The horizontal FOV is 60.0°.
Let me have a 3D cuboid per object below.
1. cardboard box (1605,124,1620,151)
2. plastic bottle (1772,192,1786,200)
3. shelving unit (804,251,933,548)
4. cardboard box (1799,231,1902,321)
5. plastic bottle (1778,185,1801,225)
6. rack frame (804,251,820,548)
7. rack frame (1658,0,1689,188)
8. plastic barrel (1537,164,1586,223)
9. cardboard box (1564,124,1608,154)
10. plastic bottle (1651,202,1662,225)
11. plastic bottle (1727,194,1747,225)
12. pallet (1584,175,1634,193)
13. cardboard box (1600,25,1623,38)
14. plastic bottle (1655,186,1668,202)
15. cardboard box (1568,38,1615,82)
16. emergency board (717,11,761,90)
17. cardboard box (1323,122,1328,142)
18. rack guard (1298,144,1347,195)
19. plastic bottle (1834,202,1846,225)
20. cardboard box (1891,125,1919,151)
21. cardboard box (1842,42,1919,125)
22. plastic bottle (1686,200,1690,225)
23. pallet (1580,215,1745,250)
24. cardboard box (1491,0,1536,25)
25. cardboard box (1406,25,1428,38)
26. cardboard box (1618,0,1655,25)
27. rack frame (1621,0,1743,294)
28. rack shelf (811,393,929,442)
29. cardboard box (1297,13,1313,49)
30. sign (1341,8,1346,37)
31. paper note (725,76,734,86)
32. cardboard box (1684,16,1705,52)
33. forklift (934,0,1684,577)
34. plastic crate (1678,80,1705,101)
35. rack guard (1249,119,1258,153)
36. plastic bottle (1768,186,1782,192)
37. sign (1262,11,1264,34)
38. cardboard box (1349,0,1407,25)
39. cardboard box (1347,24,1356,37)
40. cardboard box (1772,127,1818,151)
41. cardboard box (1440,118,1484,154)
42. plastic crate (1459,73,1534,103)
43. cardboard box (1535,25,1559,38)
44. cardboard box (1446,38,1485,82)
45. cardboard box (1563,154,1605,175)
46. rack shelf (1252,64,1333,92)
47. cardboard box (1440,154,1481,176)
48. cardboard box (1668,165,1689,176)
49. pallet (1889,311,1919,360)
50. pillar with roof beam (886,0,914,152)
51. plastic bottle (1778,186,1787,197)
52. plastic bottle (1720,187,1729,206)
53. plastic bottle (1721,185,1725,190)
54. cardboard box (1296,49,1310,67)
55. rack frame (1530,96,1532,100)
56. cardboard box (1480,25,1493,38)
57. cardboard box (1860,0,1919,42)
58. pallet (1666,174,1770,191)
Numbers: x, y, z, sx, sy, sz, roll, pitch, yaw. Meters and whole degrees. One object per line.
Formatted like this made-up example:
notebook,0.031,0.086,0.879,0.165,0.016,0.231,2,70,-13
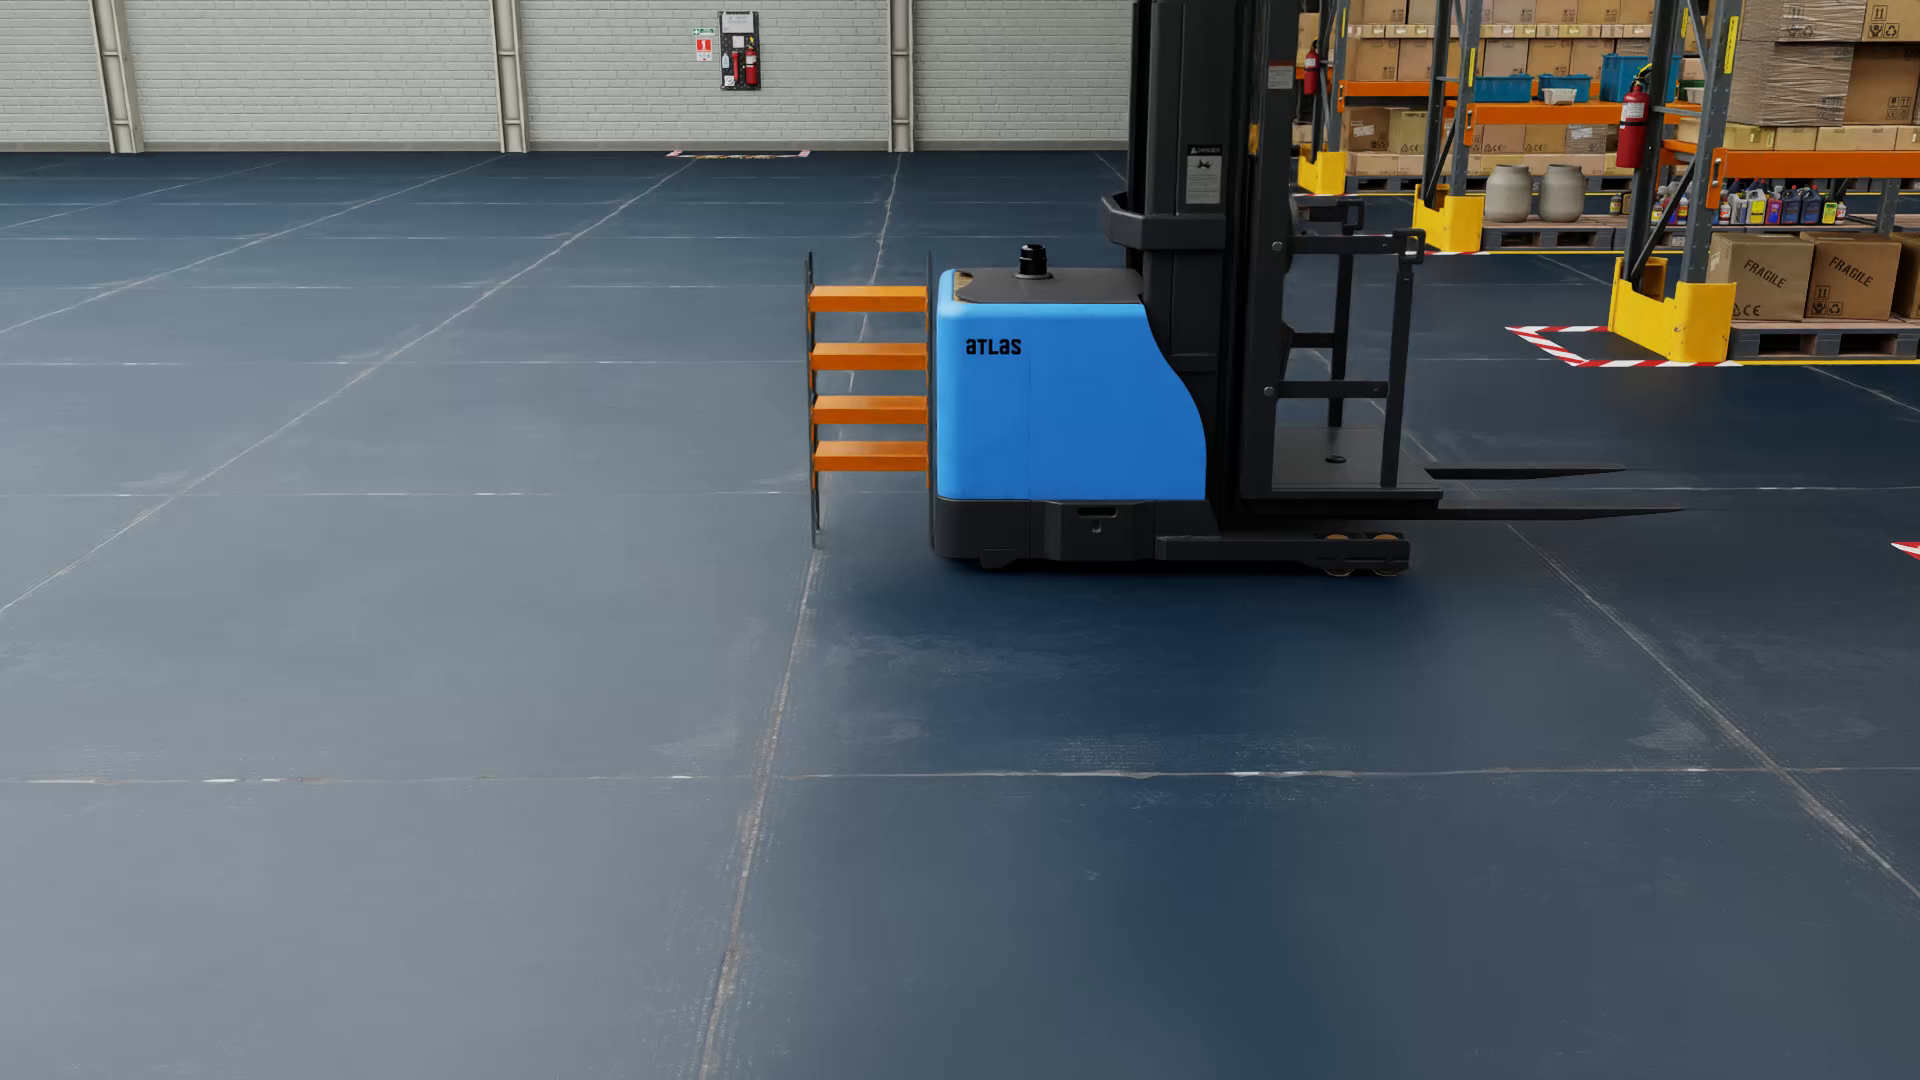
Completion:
cardboard box,8.007,-5.119,20.679,0.500,0.500,0.500,0,18,-1
plastic bottle,7.691,-3.130,15.633,0.135,0.276,0.152,0,18,-1
shelving unit,-0.367,-0.573,6.869,0.503,1.200,0.258,0,18,0
cardboard box,5.850,-1.753,11.008,0.500,0.500,0.500,4,18,14
plastic bottle,7.719,-3.121,15.481,0.185,0.351,0.144,-1,18,-4
rack frame,-0.611,-0.573,6.870,0.015,1.200,0.240,0,18,0
rack frame,8.476,-5.777,20.147,0.127,3.000,1.000,0,18,-1
plastic barrel,5.709,-3.289,15.777,0.421,0.512,0.421,0,18,0
cardboard box,7.515,-4.957,20.177,0.500,0.500,0.500,0,18,-1
plastic bottle,6.472,-3.036,15.463,0.097,0.201,0.097,0,18,0
plastic bottle,7.233,-3.084,15.489,0.135,0.276,0.152,0,18,0
pallet,7.680,-4.459,20.601,1.213,0.211,1.003,0,18,-1
cardboard box,7.698,-6.064,19.816,0.250,0.149,0.380,-1,18,-2
plastic bottle,6.771,-3.294,16.144,0.135,0.276,0.152,-1,18,-2
cardboard box,7.505,-5.816,20.105,0.500,0.500,0.700,0,18,-1
emergency board,-3.390,-7.509,25.546,0.643,1.169,0.194,0,18,-1
cardboard box,5.657,-6.179,25.080,0.500,0.311,0.500,1,18,4
rack guard,4.452,-4.568,20.468,0.348,0.500,1.175,0,18,-1
plastic bottle,8.192,-3.045,15.489,0.097,0.201,0.097,0,18,0
cardboard box,5.918,-2.540,10.466,0.250,0.149,0.380,0,18,-1
cardboard box,5.677,-2.955,10.698,0.500,0.500,0.875,0,18,-1
plastic bottle,6.811,-3.071,15.457,0.097,0.271,0.097,0,18,0
pallet,6.655,-2.939,15.865,1.213,0.211,1.003,0,18,-1
cardboard box,6.527,-6.431,19.898,0.500,0.500,0.700,0,18,-1
cardboard box,5.385,-6.054,19.782,0.250,0.149,0.380,0,18,-1
cardboard box,8.032,-6.439,19.921,0.500,0.500,0.700,0,18,-1
rack frame,4.629,-2.733,10.655,0.127,3.000,1.000,0,18,-1
rack shelf,-0.367,-0.509,6.890,0.480,0.148,0.258,0,18,0
cardboard box,4.876,-7.477,24.429,0.500,0.500,0.500,0,18,-1
sign,4.479,-6.038,19.414,0.005,0.325,0.100,0,18,-1
paper note,-3.569,-7.110,25.744,0.142,0.148,0.016,0,18,-1
cardboard box,10.678,-7.549,24.784,0.500,0.500,0.700,0,18,-1
forklift,1.413,-1.412,6.651,3.031,2.935,1.130,0,18,0
plastic crate,7.188,-4.243,15.711,0.662,0.188,0.450,0,18,-1
rack guard,4.470,-6.081,25.186,0.348,0.500,1.175,0,18,-1
plastic bottle,7.902,-3.299,16.161,0.135,0.276,0.152,0,18,1
sign,4.403,-7.518,24.154,0.005,0.325,0.100,0,18,-1
cardboard box,4.996,-6.422,19.869,0.500,0.500,0.700,0,18,-1
cardboard box,4.855,-6.175,20.160,0.250,0.149,0.380,-1,18,-2
cardboard box,5.168,-2.537,10.456,0.250,0.149,0.380,0,18,-1
cardboard box,6.015,-4.950,20.153,0.500,0.500,0.500,0,18,-1
plastic crate,5.046,-4.268,15.686,0.616,0.251,0.499,0,18,-1
cardboard box,6.937,-6.061,19.807,0.250,0.149,0.380,0,18,1
cardboard box,5.965,-5.809,20.081,0.500,0.500,0.700,0,18,0
cardboard box,7.515,-4.600,20.290,0.500,0.250,0.500,0,18,-1
rack shelf,6.394,-6.938,24.943,4.000,0.370,1.077,0,18,-1
cardboard box,6.016,-4.589,20.257,0.500,0.250,0.500,0,18,-1
cardboard box,8.883,-4.594,20.273,0.500,0.250,0.500,-1,18,-2
pallet,6.734,-1.403,11.076,1.213,0.211,1.003,0,18,-1
pillar with roof beam,-0.851,-9.051,20.532,0.400,9.000,9.100,0,18,-1
plastic bottle,7.904,-3.270,16.059,0.133,0.283,0.061,0,18,-1
plastic bottle,7.401,-3.285,16.123,0.097,0.271,0.097,0,18,0
plastic bottle,7.382,-3.314,16.196,0.133,0.283,0.061,1,18,2
cardboard box,4.887,-7.114,24.528,0.500,0.250,0.500,-1,18,-2
rack frame,8.394,-7.290,24.863,0.127,3.000,1.000,0,18,-1
cardboard box,6.159,-6.058,19.795,0.250,0.149,0.380,-1,18,-2
cardboard box,5.683,-3.318,10.191,0.500,0.500,0.500,0,18,-1
pallet,9.212,-4.465,20.621,1.213,0.211,1.003,0,18,-1
